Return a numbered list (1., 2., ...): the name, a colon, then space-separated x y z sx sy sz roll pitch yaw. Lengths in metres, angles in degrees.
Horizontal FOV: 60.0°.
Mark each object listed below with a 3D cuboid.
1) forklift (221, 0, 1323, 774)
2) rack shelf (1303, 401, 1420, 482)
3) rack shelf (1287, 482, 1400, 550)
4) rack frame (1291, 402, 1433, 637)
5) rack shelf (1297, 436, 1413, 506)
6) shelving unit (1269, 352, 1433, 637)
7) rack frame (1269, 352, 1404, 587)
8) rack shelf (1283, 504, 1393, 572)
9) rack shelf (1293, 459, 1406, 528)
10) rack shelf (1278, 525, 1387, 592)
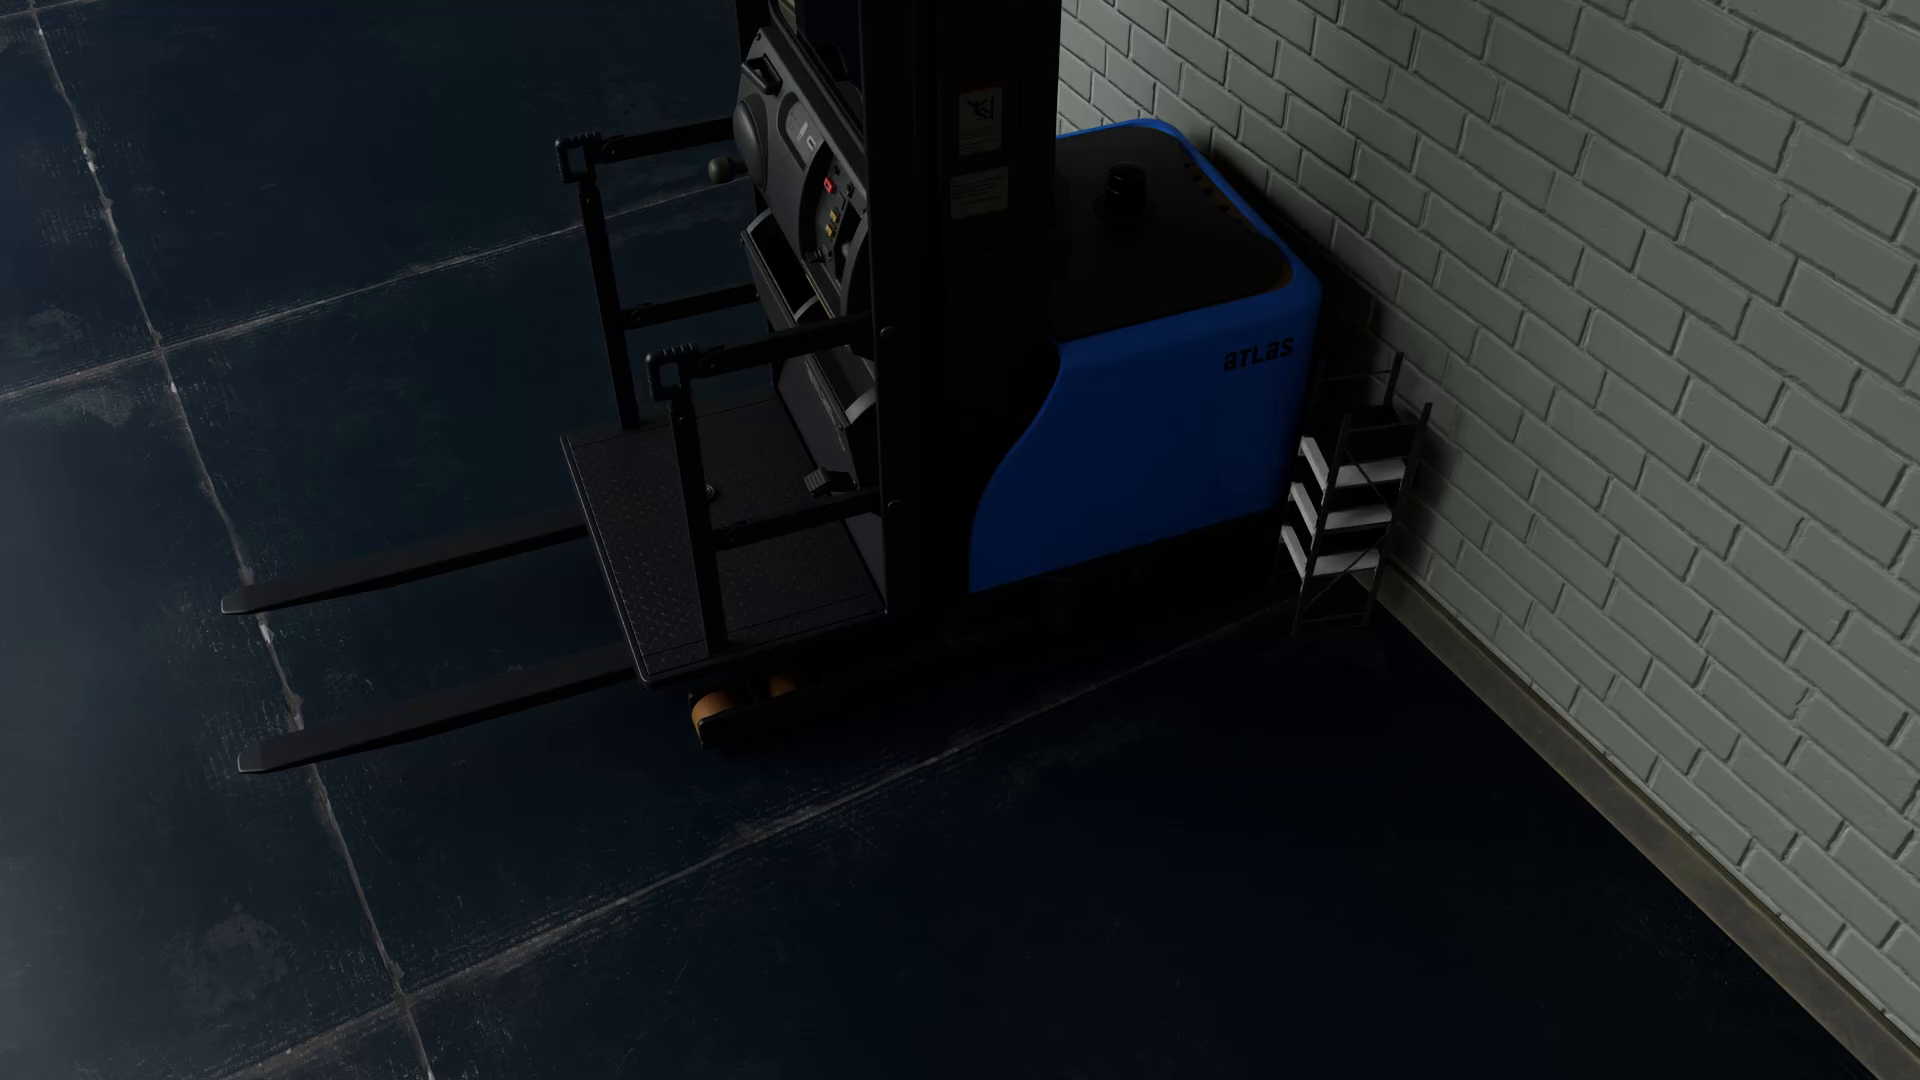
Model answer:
1. forklift: -0.583 -0.892 4.064 3.031 2.935 1.130 -15 46 -15
2. rack shelf: 1.091 -0.269 4.535 0.258 0.077 0.200 -8 48 -8
3. rack shelf: 1.088 -0.085 4.732 0.258 0.077 0.200 -8 48 -8
4. rack frame: 1.108 -0.035 4.640 0.240 0.900 0.006 -8 48 -8
5. rack shelf: 1.090 -0.208 4.600 0.258 0.077 0.200 -8 48 -8
6. shelving unit: 1.088 -0.108 4.708 0.258 0.900 0.210 -8 48 -8
7. rack frame: 1.069 -0.181 4.776 0.240 0.900 0.006 -8 48 -8
8. rack shelf: 1.087 -0.024 4.798 0.258 0.077 0.200 -8 48 -8
9. rack shelf: 1.089 -0.147 4.666 0.258 0.077 0.200 -8 48 -8
10. rack shelf: 1.086 0.037 4.864 0.258 0.077 0.200 -8 48 -8
